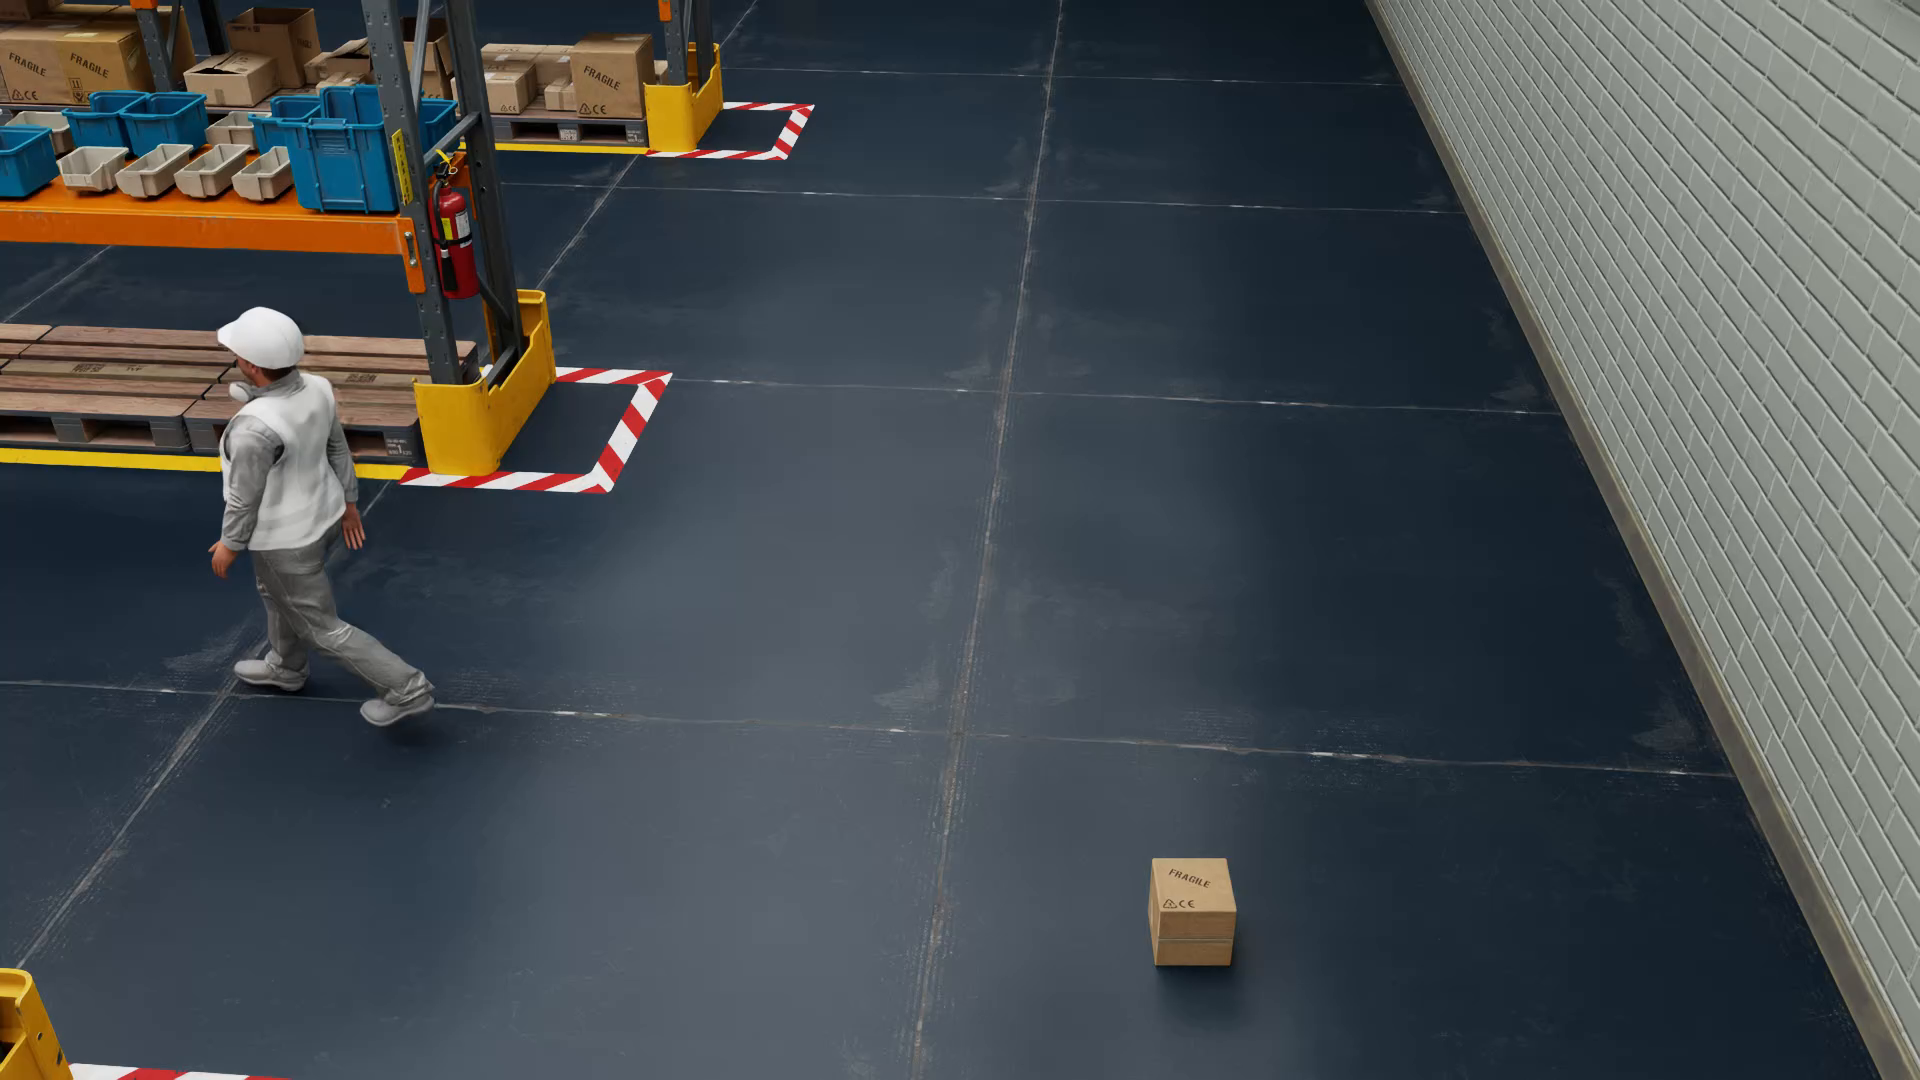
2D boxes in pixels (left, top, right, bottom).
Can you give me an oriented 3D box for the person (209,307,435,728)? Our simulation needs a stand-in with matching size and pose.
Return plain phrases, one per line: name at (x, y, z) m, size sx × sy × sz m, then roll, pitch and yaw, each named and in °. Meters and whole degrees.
person at (-2.507, -0.065, 6.219) m, size 0.970 × 1.736 × 0.538 m, roll 5°, pitch 32°, yaw 8°
